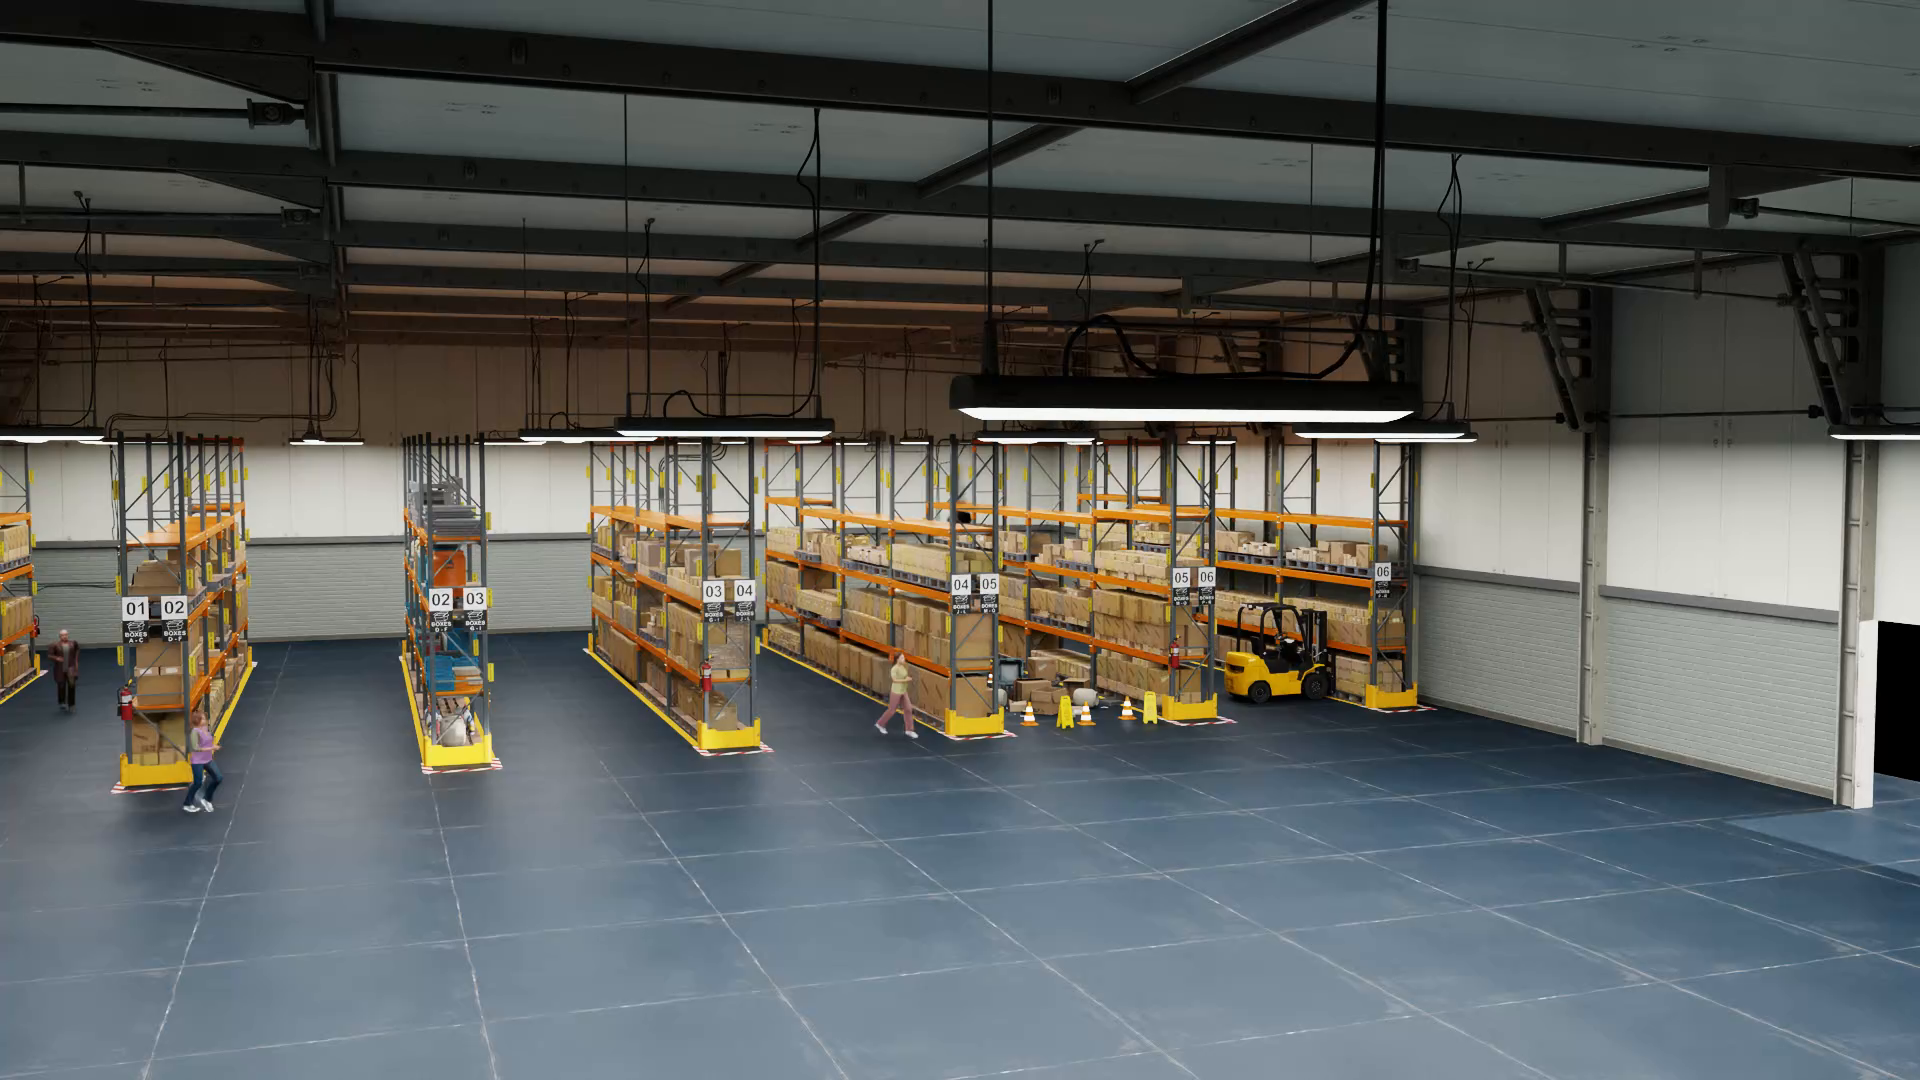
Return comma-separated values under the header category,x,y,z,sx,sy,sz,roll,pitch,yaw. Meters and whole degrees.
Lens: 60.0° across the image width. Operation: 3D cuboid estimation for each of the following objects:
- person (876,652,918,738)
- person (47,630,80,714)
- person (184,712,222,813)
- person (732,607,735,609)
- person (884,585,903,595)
category,x,y,z,sx,sy,sz,roll,pitch,yaw
person,-1.240,3.039,32.818,0.948,1.678,0.562,2,4,29
person,-19.377,2.848,35.975,0.640,1.835,0.907,-2,4,-30
person,-11.811,3.480,25.946,0.662,1.598,0.508,1,3,12
person,-6.435,2.182,48.681,0.529,1.706,0.759,-3,4,-43
person,-1.901,2.112,50.891,1.016,1.665,0.698,-1,3,-12
